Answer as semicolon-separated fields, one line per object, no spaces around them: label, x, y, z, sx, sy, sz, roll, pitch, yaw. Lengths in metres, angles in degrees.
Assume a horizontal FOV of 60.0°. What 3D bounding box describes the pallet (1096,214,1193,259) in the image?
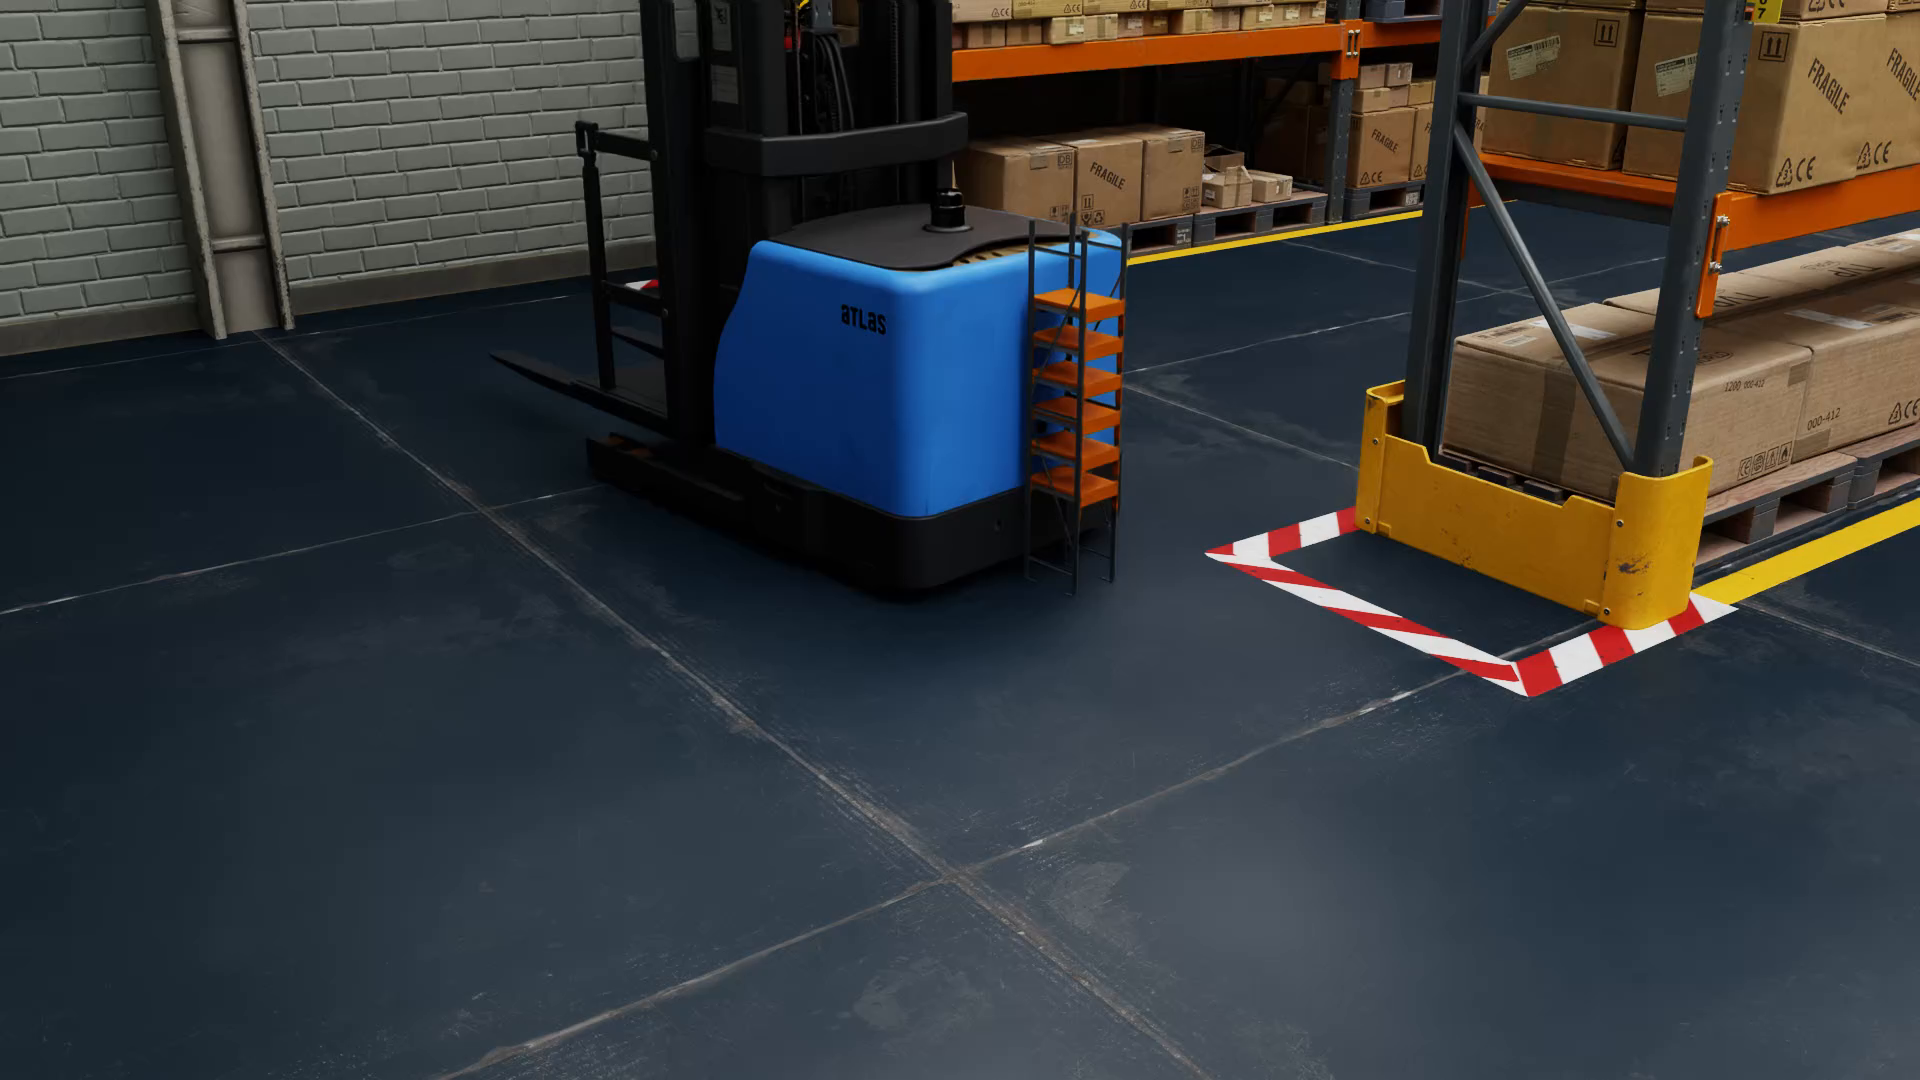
pallet;0.702;-1.969;10.546;1.213;0.211;1.003;-15;26;-33

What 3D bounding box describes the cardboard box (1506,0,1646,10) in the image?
cardboard box;2.158;-2.006;5.393;0.500;0.500;0.500;-14;26;-31

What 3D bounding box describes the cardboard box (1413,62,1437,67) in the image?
cardboard box;3.630;-3.518;12.597;0.250;0.149;0.380;-16;27;-35

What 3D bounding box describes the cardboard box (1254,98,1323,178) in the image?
cardboard box;2.477;-2.907;11.941;0.500;0.500;0.500;-15;26;-33

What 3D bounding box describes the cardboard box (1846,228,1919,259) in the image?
cardboard box;4.581;-1.087;7.463;0.875;0.438;0.875;-15;26;-34

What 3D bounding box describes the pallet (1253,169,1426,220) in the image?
pallet;2.889;-2.570;12.053;1.213;0.211;1.003;-15;26;-33

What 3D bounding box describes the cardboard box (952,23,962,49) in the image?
cardboard box;-0.196;-2.820;9.256;0.250;0.149;0.380;-15;26;-34

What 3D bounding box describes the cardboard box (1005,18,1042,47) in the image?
cardboard box;0.257;-2.916;9.495;0.250;0.149;0.380;-14;26;-32

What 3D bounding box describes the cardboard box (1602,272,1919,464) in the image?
cardboard box;3.121;-0.698;6.489;0.875;0.438;0.875;-14;26;-31

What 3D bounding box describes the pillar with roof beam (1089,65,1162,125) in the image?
pillar with roof beam;3.674;-5.290;7.010;0.400;9.000;9.100;-15;26;-33

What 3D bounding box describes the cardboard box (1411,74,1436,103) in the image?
cardboard box;3.293;-3.216;11.841;0.250;0.149;0.380;-15;26;-34

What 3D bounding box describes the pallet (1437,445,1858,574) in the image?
pallet;2.509;-0.221;6.166;1.213;0.211;1.003;-15;26;-33

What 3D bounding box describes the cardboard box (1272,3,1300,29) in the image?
cardboard box;1.941;-3.353;10.592;0.250;0.149;0.380;-14;26;-31

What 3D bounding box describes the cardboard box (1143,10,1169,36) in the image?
cardboard box;1.050;-3.155;10.095;0.250;0.149;0.380;-14;26;-32

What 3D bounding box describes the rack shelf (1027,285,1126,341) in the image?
rack shelf;0.364;-0.714;5.214;0.180;0.103;0.258;-19;29;-40

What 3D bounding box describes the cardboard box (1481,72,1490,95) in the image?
cardboard box;3.721;-3.312;12.081;0.250;0.149;0.380;-14;26;-31

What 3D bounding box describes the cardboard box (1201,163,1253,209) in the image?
cardboard box;1.680;-2.317;10.778;0.258;0.266;0.396;-14;26;-31

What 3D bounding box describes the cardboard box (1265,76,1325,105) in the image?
cardboard box;2.381;-3.180;11.748;0.250;0.149;0.380;-16;27;-35

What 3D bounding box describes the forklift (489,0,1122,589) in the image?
forklift;-0.808;-1.662;6.107;1.130;2.935;3.031;-19;29;-40

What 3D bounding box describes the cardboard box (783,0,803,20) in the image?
cardboard box;-0.778;-3.060;9.319;0.500;0.250;0.500;-14;26;-31

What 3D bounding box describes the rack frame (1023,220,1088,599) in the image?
rack frame;0.298;-0.397;5.273;0.006;1.200;0.240;-19;29;-40

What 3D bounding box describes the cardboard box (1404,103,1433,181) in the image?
cardboard box;3.202;-2.867;11.841;0.500;0.500;0.500;-15;26;-34

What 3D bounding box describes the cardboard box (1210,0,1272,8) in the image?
cardboard box;1.582;-3.450;10.296;0.500;0.250;0.500;-15;26;-33

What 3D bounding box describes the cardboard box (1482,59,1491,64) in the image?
cardboard box;4.048;-3.631;12.878;0.250;0.149;0.380;-16;27;-34

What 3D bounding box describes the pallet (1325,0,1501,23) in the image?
pallet;2.963;-3.729;11.453;1.213;0.211;1.003;-15;26;-33

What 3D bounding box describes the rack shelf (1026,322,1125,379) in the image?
rack shelf;0.364;-0.602;5.259;0.180;0.103;0.258;-19;29;-40

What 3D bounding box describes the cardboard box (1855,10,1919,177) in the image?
cardboard box;2.858;-1.501;5.477;0.500;0.500;0.500;-15;26;-34

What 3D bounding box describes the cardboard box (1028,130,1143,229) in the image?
cardboard box;0.760;-2.208;10.188;0.500;0.500;0.500;-14;26;-32

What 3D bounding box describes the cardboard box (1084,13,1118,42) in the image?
cardboard box;0.708;-3.011;9.734;0.250;0.149;0.380;-14;26;-32

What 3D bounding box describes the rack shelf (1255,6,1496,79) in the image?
rack shelf;3.874;-3.777;12.284;4.000;0.370;1.077;-15;26;-33

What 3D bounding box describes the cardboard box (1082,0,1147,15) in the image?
cardboard box;0.751;-3.235;9.757;0.500;0.250;0.500;-16;27;-34

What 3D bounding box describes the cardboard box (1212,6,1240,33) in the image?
cardboard box;1.515;-3.241;10.311;0.250;0.149;0.380;-14;26;-31

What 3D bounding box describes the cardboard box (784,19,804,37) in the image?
cardboard box;-0.884;-2.848;9.325;0.250;0.149;0.380;-15;26;-33

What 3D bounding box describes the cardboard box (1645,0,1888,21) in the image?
cardboard box;2.462;-1.849;4.998;0.500;0.500;0.500;-16;27;-34

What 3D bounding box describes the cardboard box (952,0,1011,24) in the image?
cardboard box;-0.061;-3.007;9.186;0.500;0.250;0.500;-15;26;-32

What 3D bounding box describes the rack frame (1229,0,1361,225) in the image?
rack frame;2.251;-3.678;11.066;0.127;3.000;1.000;-15;26;-33

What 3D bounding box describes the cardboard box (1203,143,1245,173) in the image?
cardboard box;1.577;-2.552;11.306;0.500;0.311;0.500;-14;26;-31

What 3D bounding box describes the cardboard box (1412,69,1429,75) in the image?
cardboard box;3.231;-3.400;12.301;0.250;0.149;0.380;-14;26;-31

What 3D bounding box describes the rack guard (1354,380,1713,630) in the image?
rack guard;1.886;-0.153;5.606;0.348;0.500;1.175;-15;26;-33

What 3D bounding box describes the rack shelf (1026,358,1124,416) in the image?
rack shelf;0.364;-0.491;5.304;0.180;0.103;0.258;-19;29;-40

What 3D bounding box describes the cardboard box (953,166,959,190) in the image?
cardboard box;-0.444;-1.952;9.542;0.637;0.503;0.797;-16;27;-35

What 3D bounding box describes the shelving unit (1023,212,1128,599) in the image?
shelving unit;0.364;-0.421;5.332;0.189;1.200;0.258;-19;29;-40

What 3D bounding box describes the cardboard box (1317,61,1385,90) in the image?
cardboard box;2.662;-3.167;11.316;0.250;0.149;0.380;-15;26;-34

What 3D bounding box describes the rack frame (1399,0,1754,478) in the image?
rack frame;1.906;-1.320;5.156;0.127;3.000;1.000;-15;26;-33

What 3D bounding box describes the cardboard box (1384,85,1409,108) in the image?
cardboard box;2.877;-3.094;11.534;0.250;0.149;0.380;-16;27;-34
